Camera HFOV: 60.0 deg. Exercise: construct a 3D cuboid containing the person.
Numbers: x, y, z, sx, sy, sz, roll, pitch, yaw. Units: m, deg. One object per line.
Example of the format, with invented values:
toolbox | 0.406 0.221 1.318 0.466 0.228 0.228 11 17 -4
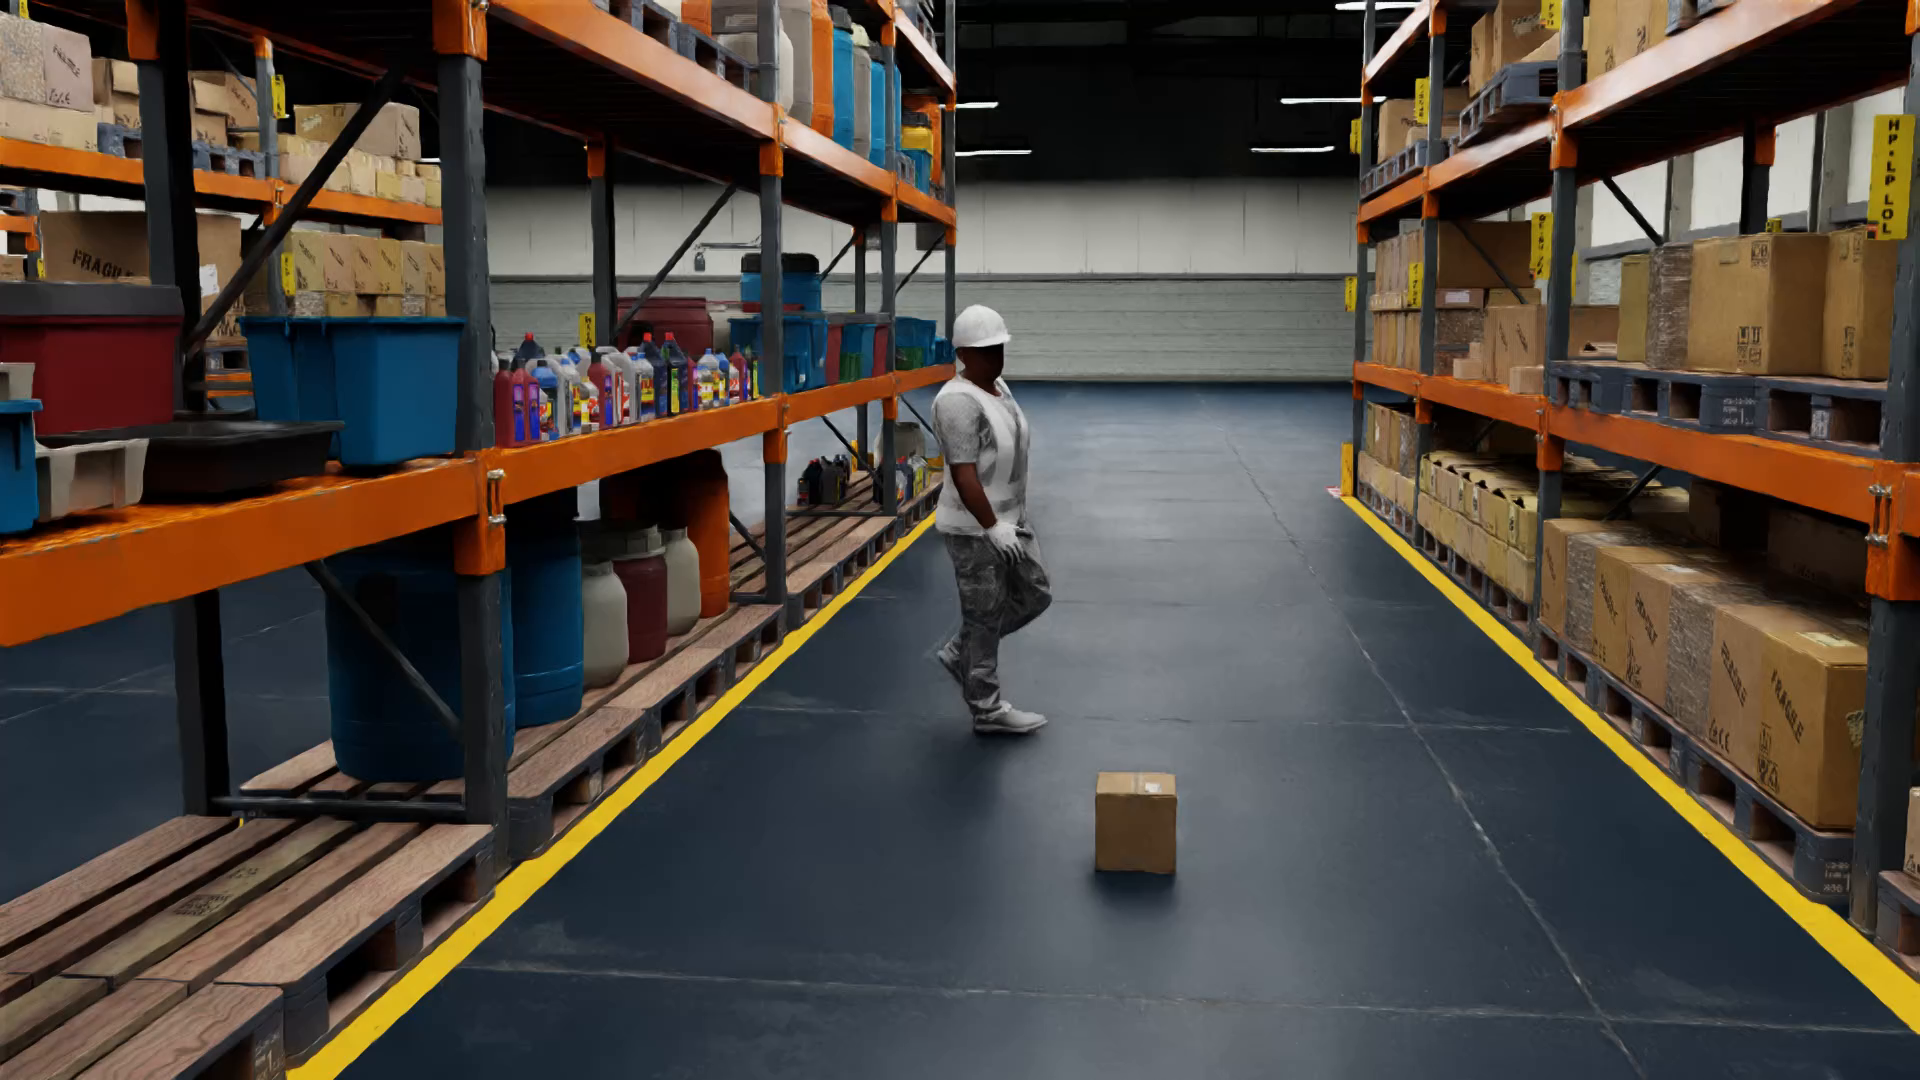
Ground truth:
person | 0.081 -0.063 6.728 0.514 1.758 0.733 2 8 18
